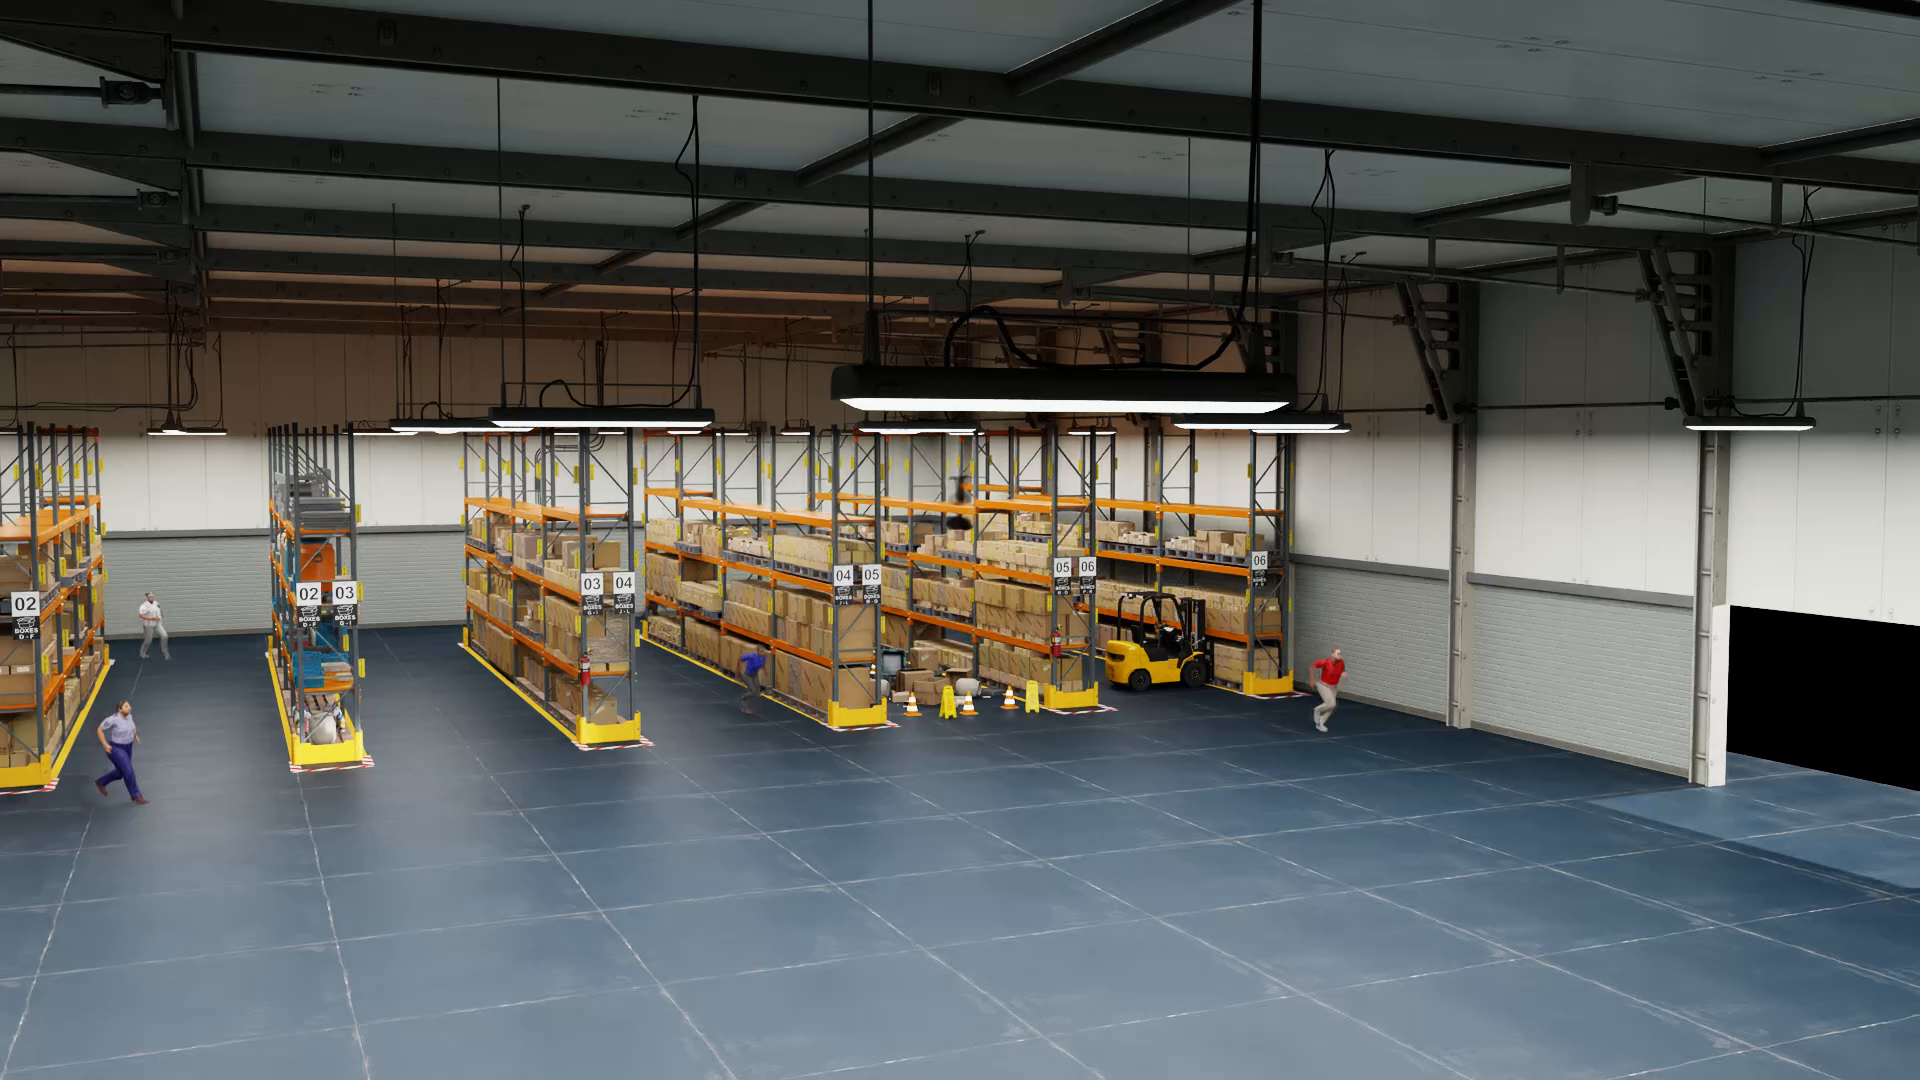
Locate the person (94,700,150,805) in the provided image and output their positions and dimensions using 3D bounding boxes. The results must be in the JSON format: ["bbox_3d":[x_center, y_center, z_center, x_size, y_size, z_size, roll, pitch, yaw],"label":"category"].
[{"bbox_3d":[-13.188,3.319,26.080,0.962,1.649,0.629,1,4,11],"label":"person"}]

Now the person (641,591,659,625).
[{"bbox_3d":[-9.037,1.904,48.767,0.703,1.782,0.630,-3,4,-38],"label":"person"}]

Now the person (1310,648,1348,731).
[{"bbox_3d":[7.236,2.921,32.453,0.649,1.650,0.740,-2,4,-34],"label":"person"}]

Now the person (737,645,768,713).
[{"bbox_3d":[-4.305,2.888,34.434,0.785,1.481,0.596,3,5,44],"label":"person"}]

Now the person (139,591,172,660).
[{"bbox_3d":[-20.895,2.230,42.991,0.833,1.823,0.664,2,4,25],"label":"person"}]
